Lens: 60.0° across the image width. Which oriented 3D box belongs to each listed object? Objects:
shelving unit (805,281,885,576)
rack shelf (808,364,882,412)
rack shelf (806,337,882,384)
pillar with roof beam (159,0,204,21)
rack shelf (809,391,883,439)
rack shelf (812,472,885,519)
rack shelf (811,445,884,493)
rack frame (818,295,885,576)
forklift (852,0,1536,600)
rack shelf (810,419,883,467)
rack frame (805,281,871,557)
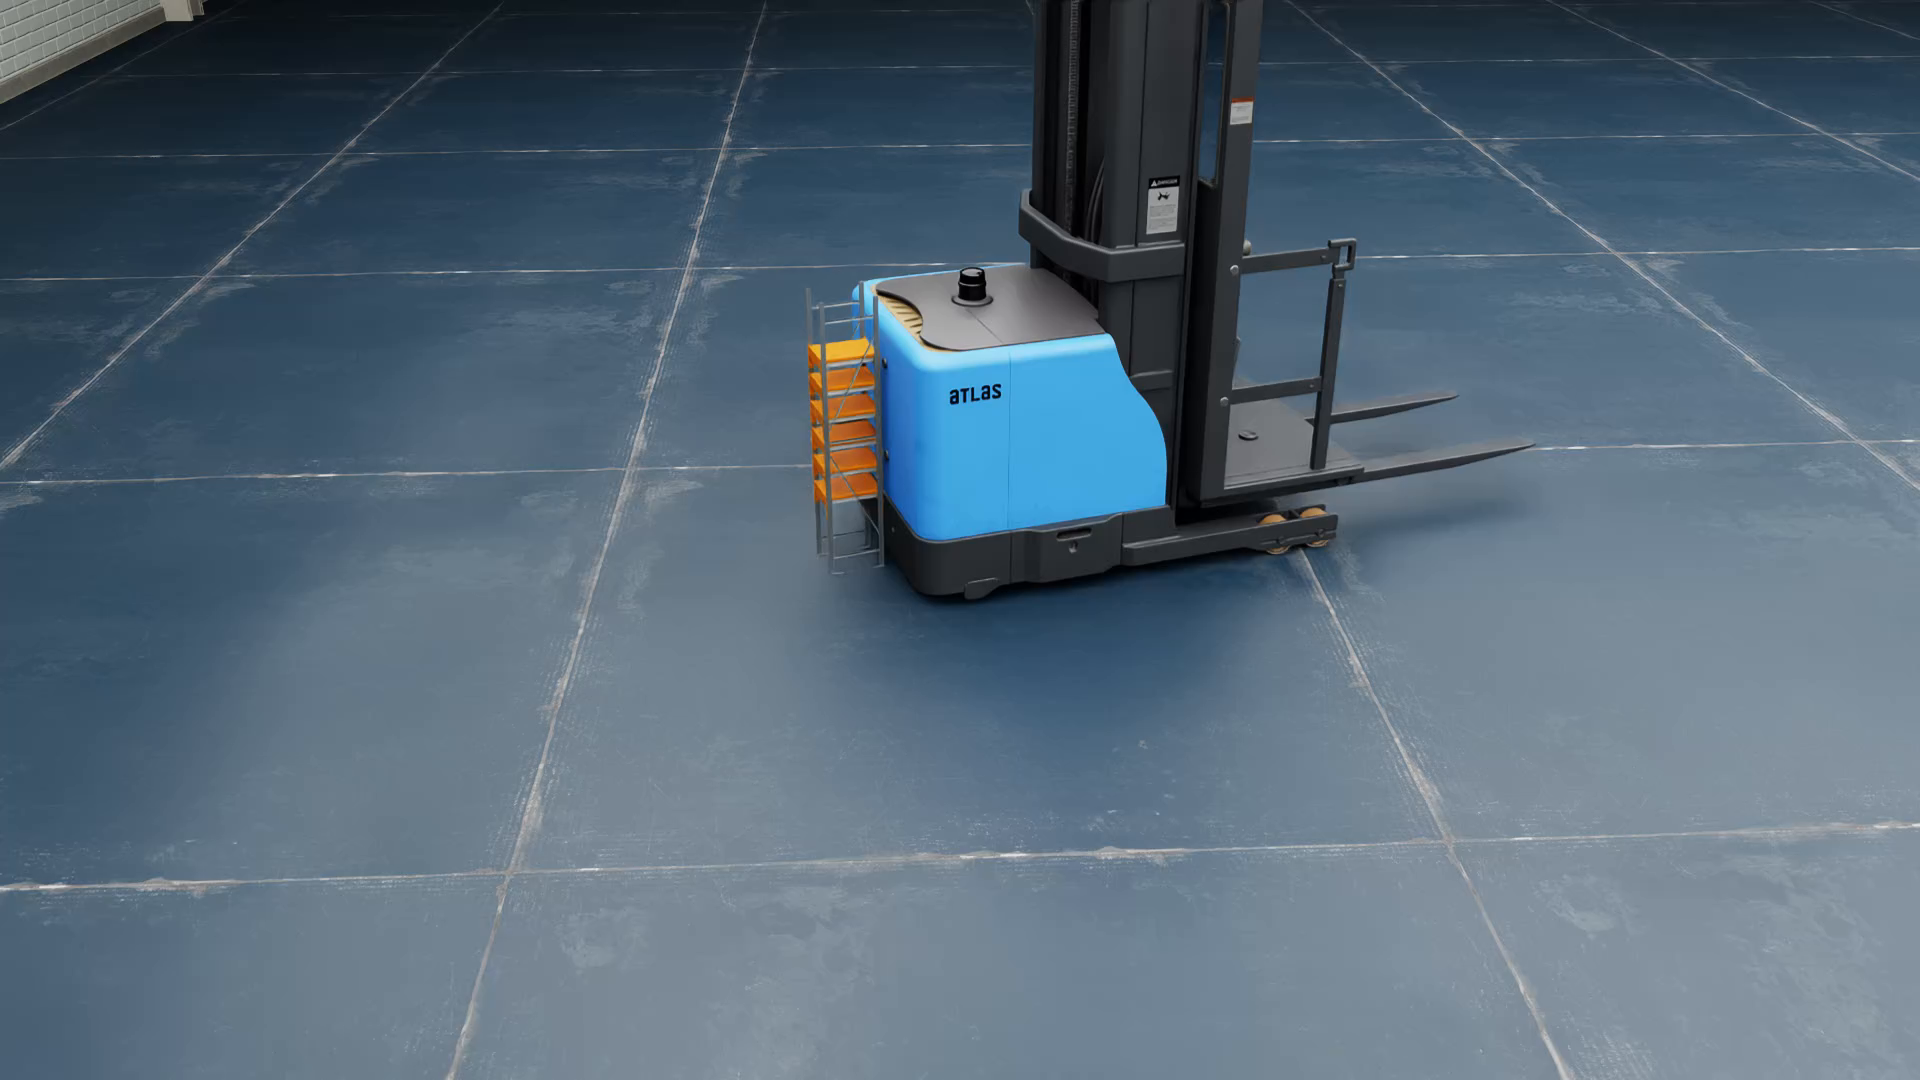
[{"bbox_3d":[-0.465,-0.441,6.798,0.258,1.200,0.189,-10,29,-18],"label":"shelving unit"},{"bbox_3d":[-0.465,-0.614,6.708,0.258,0.103,0.180,-10,29,-18],"label":"rack shelf"},{"bbox_3d":[-0.465,-0.721,6.652,0.258,0.103,0.180,-10,29,-18],"label":"rack shelf"},{"bbox_3d":[-4.209,-9.821,16.348,9.100,9.000,0.400,-1,28,-3],"label":"pillar with roof beam"},{"bbox_3d":[-0.465,-0.508,6.763,0.258,0.103,0.180,-10,29,-18],"label":"rack shelf"},{"bbox_3d":[-0.465,-0.189,6.930,0.258,0.103,0.180,-10,29,-18],"label":"rack shelf"},{"bbox_3d":[-0.465,-0.295,6.874,0.258,0.103,0.180,-10,29,-18],"label":"rack shelf"},{"bbox_3d":[-0.432,-0.401,6.722,0.240,1.200,0.006,-10,29,-18],"label":"rack frame"},{"bbox_3d":[1.103,-1.459,6.878,3.031,2.935,1.130,-9,29,-17],"label":"forklift"},{"bbox_3d":[-0.465,-0.402,6.819,0.258,0.103,0.180,-10,29,-18],"label":"rack shelf"},{"bbox_3d":[-0.497,-0.481,6.874,0.240,1.200,0.006,-10,29,-18],"label":"rack frame"}]
